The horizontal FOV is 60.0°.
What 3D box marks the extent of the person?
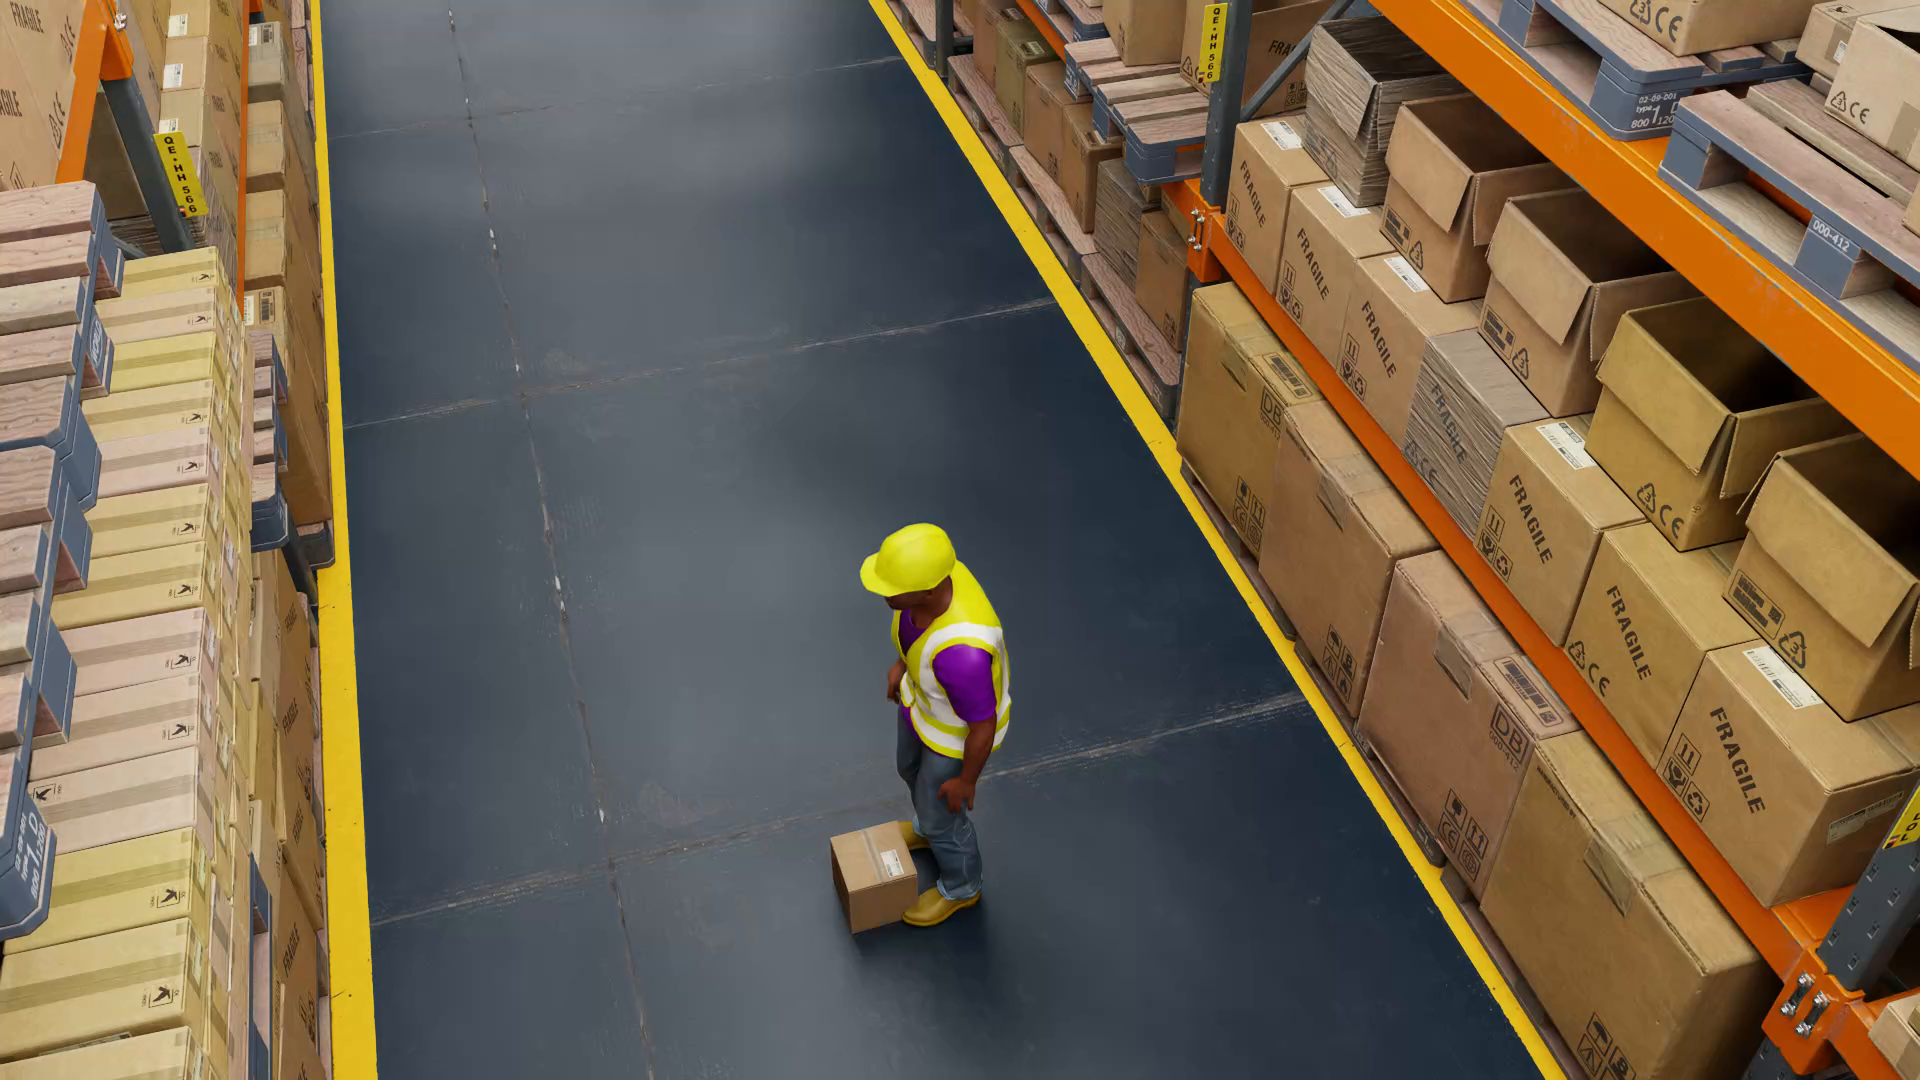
[{"bbox_3d":[-0.084,0.595,5.486,0.461,1.759,0.630,-14,44,-15],"label":"person"}]
